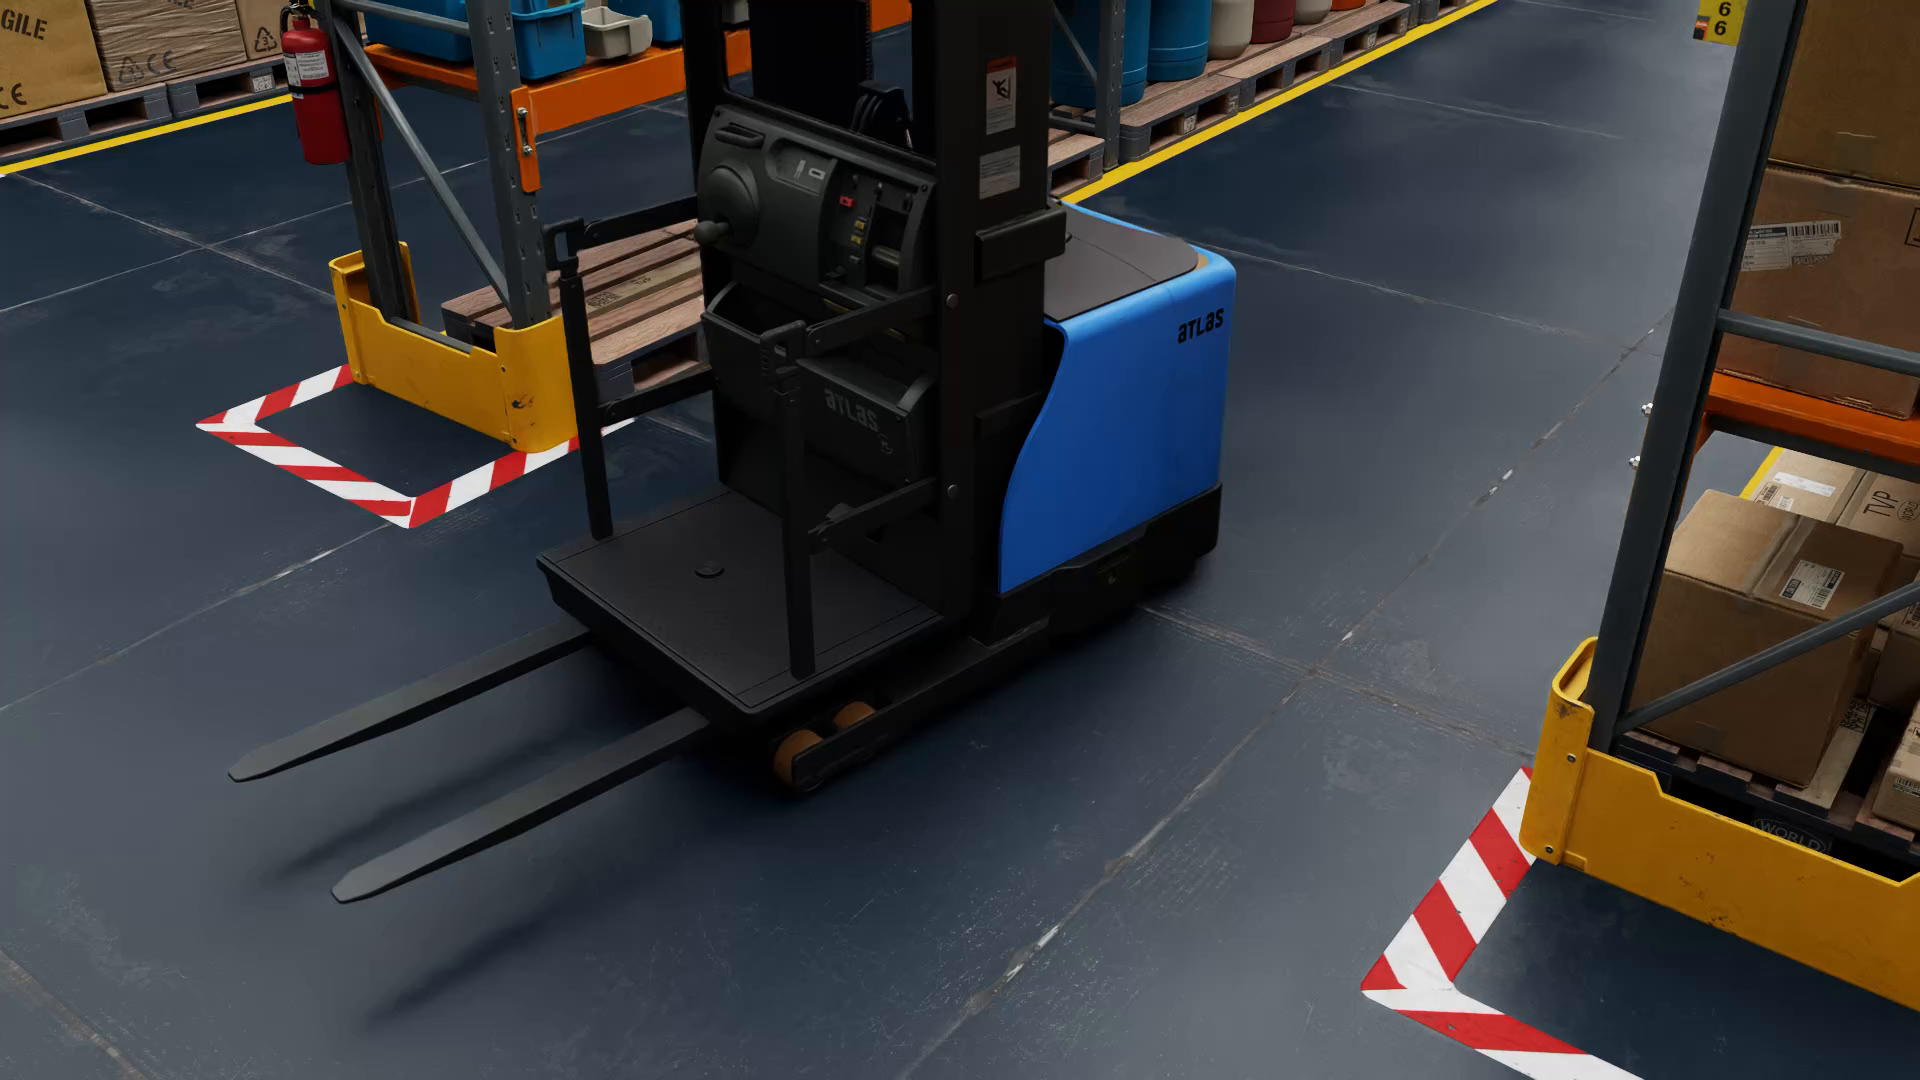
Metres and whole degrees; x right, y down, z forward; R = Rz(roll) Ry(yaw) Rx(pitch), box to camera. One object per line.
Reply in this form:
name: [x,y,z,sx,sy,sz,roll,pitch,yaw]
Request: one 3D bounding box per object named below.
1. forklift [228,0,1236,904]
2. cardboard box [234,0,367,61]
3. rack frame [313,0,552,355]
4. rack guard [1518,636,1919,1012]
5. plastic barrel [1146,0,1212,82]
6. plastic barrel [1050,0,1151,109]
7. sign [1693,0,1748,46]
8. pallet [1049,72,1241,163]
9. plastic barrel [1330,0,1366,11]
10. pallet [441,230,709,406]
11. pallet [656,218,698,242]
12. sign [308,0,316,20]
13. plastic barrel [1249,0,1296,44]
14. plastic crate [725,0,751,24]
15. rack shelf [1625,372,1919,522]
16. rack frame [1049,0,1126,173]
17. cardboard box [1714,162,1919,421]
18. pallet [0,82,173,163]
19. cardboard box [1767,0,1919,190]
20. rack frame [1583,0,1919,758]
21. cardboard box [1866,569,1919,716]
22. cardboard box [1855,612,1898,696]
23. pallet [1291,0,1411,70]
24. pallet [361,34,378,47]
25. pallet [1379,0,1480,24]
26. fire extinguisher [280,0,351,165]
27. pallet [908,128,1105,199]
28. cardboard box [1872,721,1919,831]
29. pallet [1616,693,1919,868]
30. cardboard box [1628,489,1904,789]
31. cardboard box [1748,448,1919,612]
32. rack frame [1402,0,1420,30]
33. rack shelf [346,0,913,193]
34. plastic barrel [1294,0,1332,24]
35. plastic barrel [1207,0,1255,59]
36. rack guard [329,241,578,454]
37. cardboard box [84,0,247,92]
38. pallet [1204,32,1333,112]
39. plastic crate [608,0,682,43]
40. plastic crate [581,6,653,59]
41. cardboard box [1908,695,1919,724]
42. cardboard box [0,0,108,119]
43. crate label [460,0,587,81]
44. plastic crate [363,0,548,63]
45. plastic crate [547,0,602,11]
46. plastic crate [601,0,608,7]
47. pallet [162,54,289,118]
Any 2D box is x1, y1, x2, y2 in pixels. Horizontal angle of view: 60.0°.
forklift: [-0.559,-0.869,4.341,3.031,2.935,1.130,-25,39,-36]
cardboard box: [-4.510,-3.675,10.681,0.875,0.875,0.875,21,37,31]
rack frame: [-1.970,-1.868,5.959,1.000,3.000,0.127,21,37,31]
rack guard: [2.023,0.703,4.074,1.175,0.500,0.348,21,37,31]
plastic barrel: [1.214,-3.275,9.981,0.600,0.901,0.708,21,37,31]
plastic barrel: [0.787,-2.987,9.495,0.600,0.901,0.708,21,37,31]
sign: [1.546,-1.155,3.311,0.100,0.325,0.005,21,37,31]
pallet: [0.944,-2.595,9.921,1.003,0.211,1.213,21,37,31]
plastic barrel: [2.577,-4.162,11.548,0.600,0.830,0.708,21,37,31]
pallet: [-1.441,-0.991,7.216,1.003,0.211,1.213,21,37,31]
pallet: [-0.704,-1.485,8.049,1.003,0.211,1.213,21,37,31]
sign: [-2.418,-2.101,6.192,0.100,0.325,0.005,21,37,31]
plastic barrel: [1.896,-3.600,10.835,0.600,0.588,0.708,21,37,31]
plastic crate: [-0.889,-2.160,6.652,0.250,0.136,0.298,21,37,31]
rack shelf: [3.184,-0.845,4.940,1.077,0.370,4.000,21,37,31]
rack frame: [0.445,-3.494,8.703,1.000,3.000,0.127,21,37,31]
cardboard box: [2.030,-0.651,3.808,0.500,0.500,0.500,22,37,33]
pallet: [-5.498,-2.541,9.831,1.003,0.211,1.213,21,37,31]
cardboard box: [2.026,-1.080,3.552,0.500,0.500,0.500,21,36,31]
rack frame: [1.977,-0.342,3.384,1.000,3.000,0.127,21,37,31]
cardboard box: [2.833,0.315,4.542,0.500,0.250,0.500,21,37,31]
cardboard box: [2.425,0.254,4.727,0.380,0.166,0.250,21,37,31]
pallet: [2.416,-3.587,11.595,1.003,0.211,1.213,21,37,31]
pallet: [-4.026,-3.533,11.505,1.003,0.211,1.213,21,37,31]
pallet: [3.358,-4.223,12.668,1.003,0.211,1.213,21,37,31]
fire extinguisher: [-2.423,-1.753,6.207,0.296,0.674,0.183,21,37,31]
pallet: [0.032,-1.983,8.889,1.003,0.211,1.213,21,37,31]
cardboard box: [2.504,0.631,4.108,0.380,0.149,0.250,21,37,31]
pallet: [2.503,0.503,4.695,1.003,0.211,1.213,21,37,31]
cardboard box: [2.109,0.248,4.410,0.500,0.500,0.500,21,37,31]
cardboard box: [2.706,-0.022,5.110,0.500,0.250,0.500,21,37,31]
rack frame: [2.859,-5.119,11.446,1.000,3.000,0.127,21,37,31]
rack shelf: [-0.763,-2.371,7.514,1.077,0.370,4.000,21,37,31]
plastic barrel: [2.308,-3.769,11.195,0.421,0.512,0.421,0,31,0]
plastic barrel: [1.626,-3.310,10.421,0.421,0.512,0.421,0,31,0]
rack guard: [-1.974,-0.779,6.573,1.175,0.500,0.348,21,37,31]
cardboard box: [-5.047,-3.313,10.071,0.875,0.875,0.875,21,37,31]
pallet: [1.680,-3.093,10.762,1.003,0.211,1.213,21,37,31]
plastic crate: [-1.161,-2.088,6.437,0.416,0.233,0.300,21,37,31]
plastic crate: [-1.299,-1.884,6.187,0.250,0.136,0.298,21,37,31]
cardboard box: [2.655,0.522,4.275,0.380,0.166,0.250,21,37,31]
cardboard box: [-5.596,-2.943,9.446,0.875,0.875,0.875,21,37,31]
crate label: [-1.558,-1.821,5.985,0.416,0.233,0.303,21,37,31]
plastic crate: [-1.917,-2.102,6.262,0.616,0.435,0.499,21,37,31]
plastic crate: [-1.622,-2.167,6.665,0.396,0.136,0.243,21,37,31]
plastic crate: [-1.436,-2.281,6.856,0.396,0.136,0.243,21,37,31]
pallet: [-4.762,-3.035,10.664,1.003,0.211,1.213,21,37,31]
